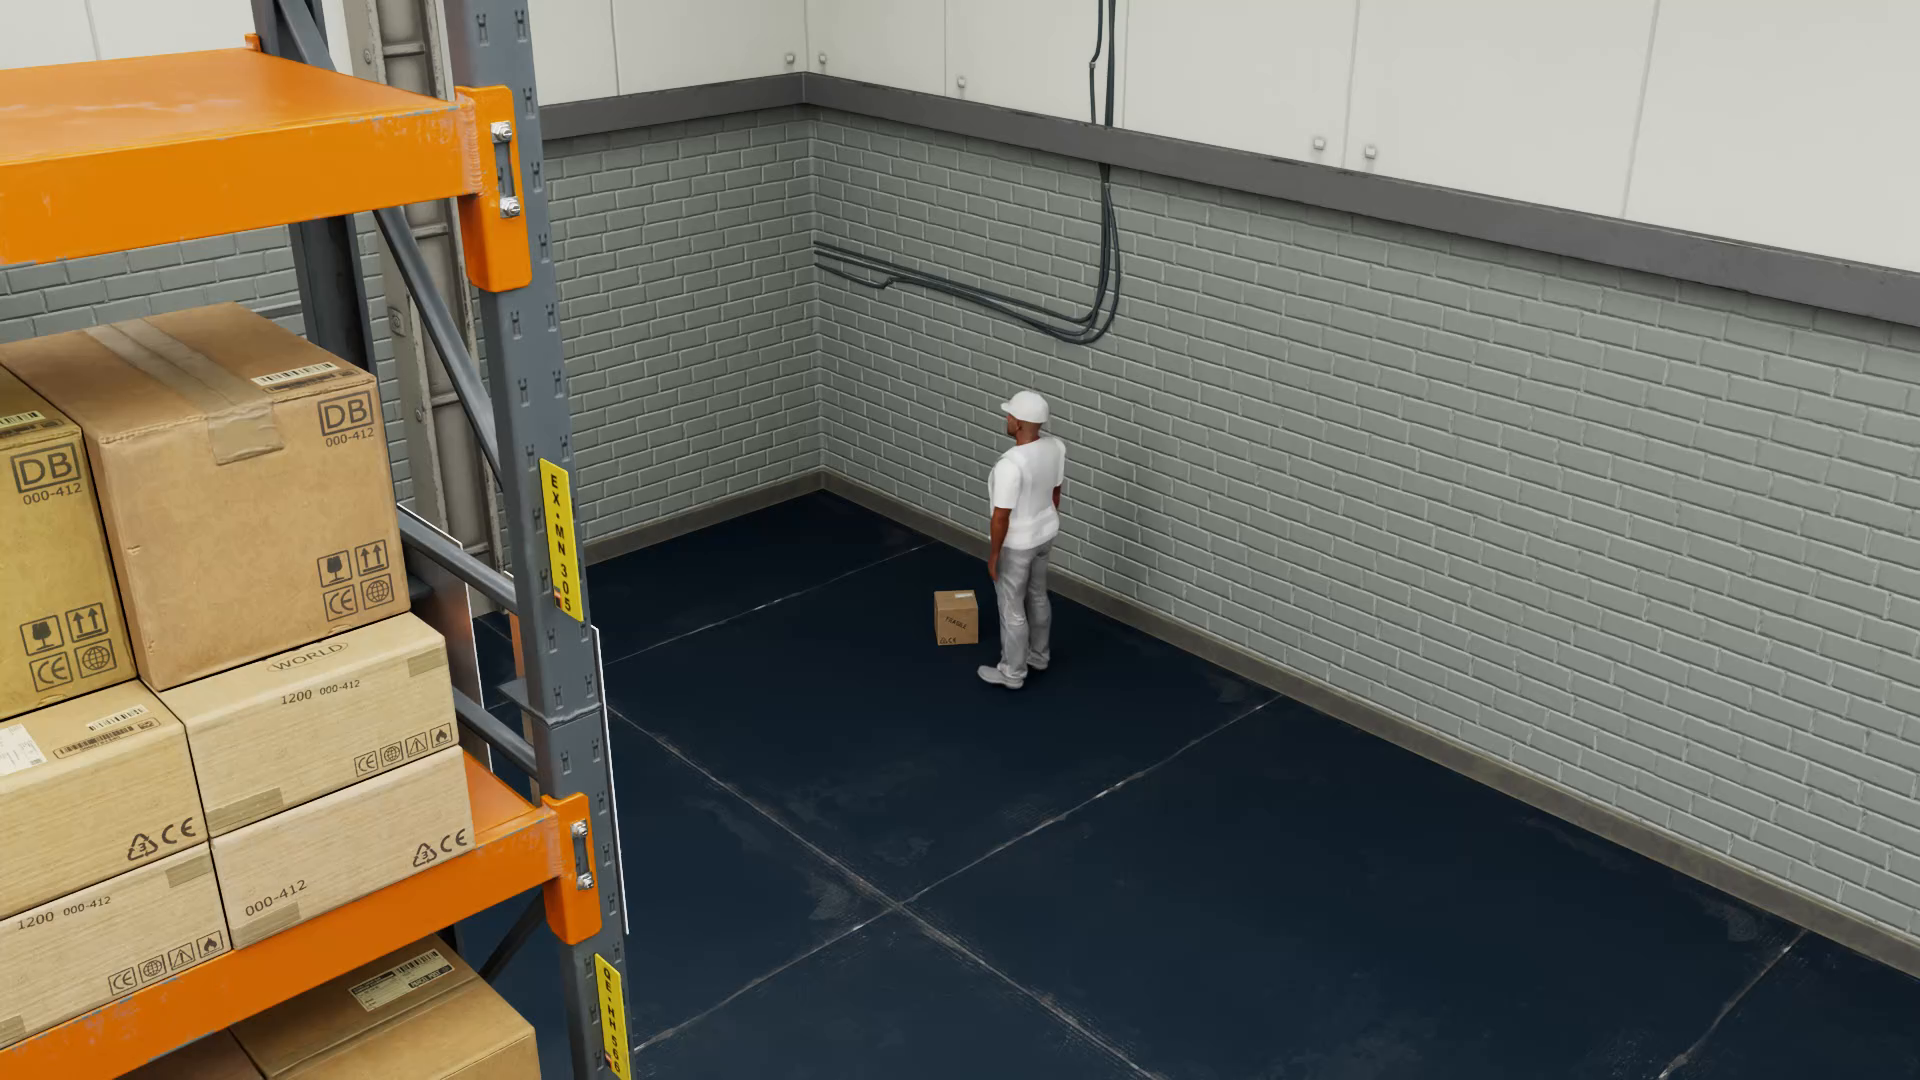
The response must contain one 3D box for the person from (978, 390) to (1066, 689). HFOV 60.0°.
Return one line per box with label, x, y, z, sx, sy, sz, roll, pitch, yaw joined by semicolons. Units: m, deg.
person;0.347;-0.018;9.552;0.388;1.771;0.597;20;31;37
